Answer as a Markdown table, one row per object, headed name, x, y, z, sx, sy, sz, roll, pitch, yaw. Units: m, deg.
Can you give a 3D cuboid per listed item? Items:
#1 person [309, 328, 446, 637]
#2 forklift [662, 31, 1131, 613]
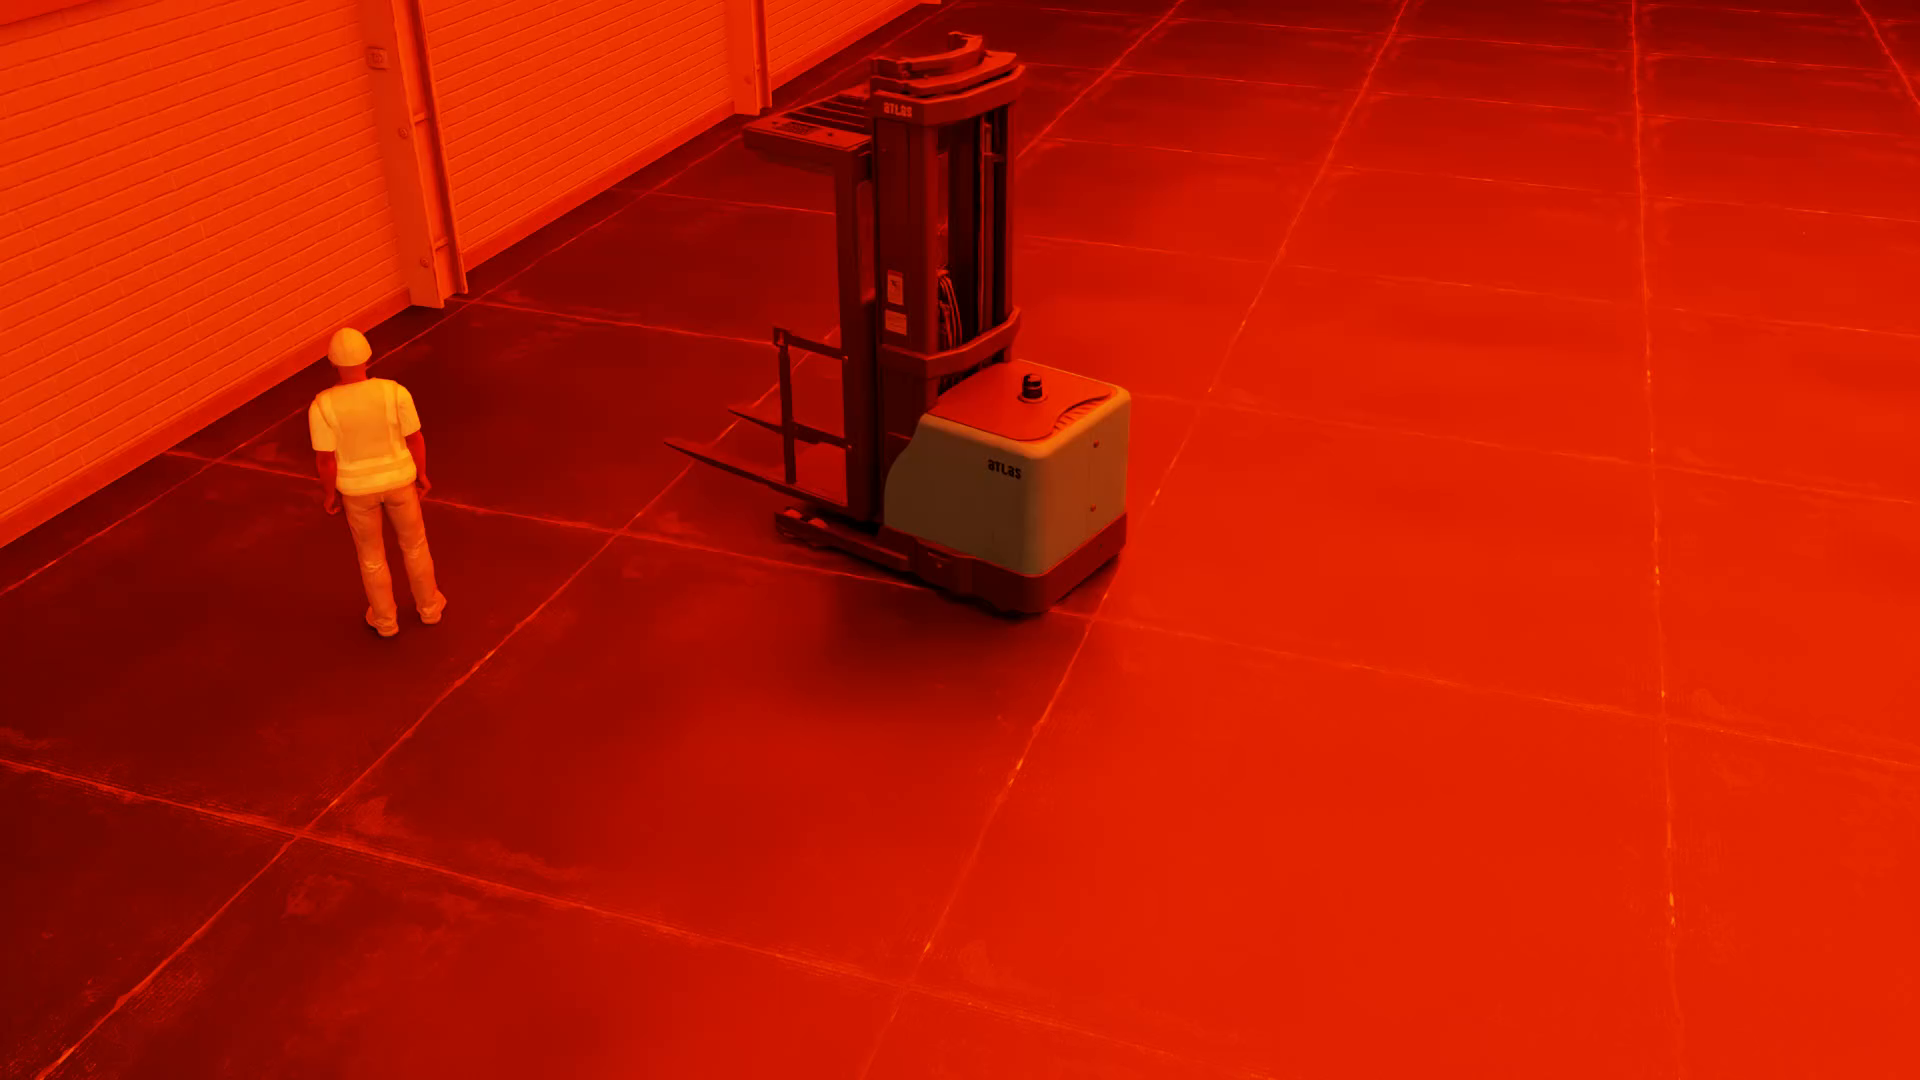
| name | x | y | z | sx | sy | sz | roll | pitch | yaw |
| --- | --- | --- | --- | --- | --- | --- | --- | --- | --- |
| person | -3.115 | -0.309 | 8.855 | 0.557 | 1.770 | 0.390 | -14 | 32 | -23 |
| forklift | -0.511 | -1.428 | 9.641 | 3.031 | 2.935 | 1.130 | 19 | 35 | 30 |
